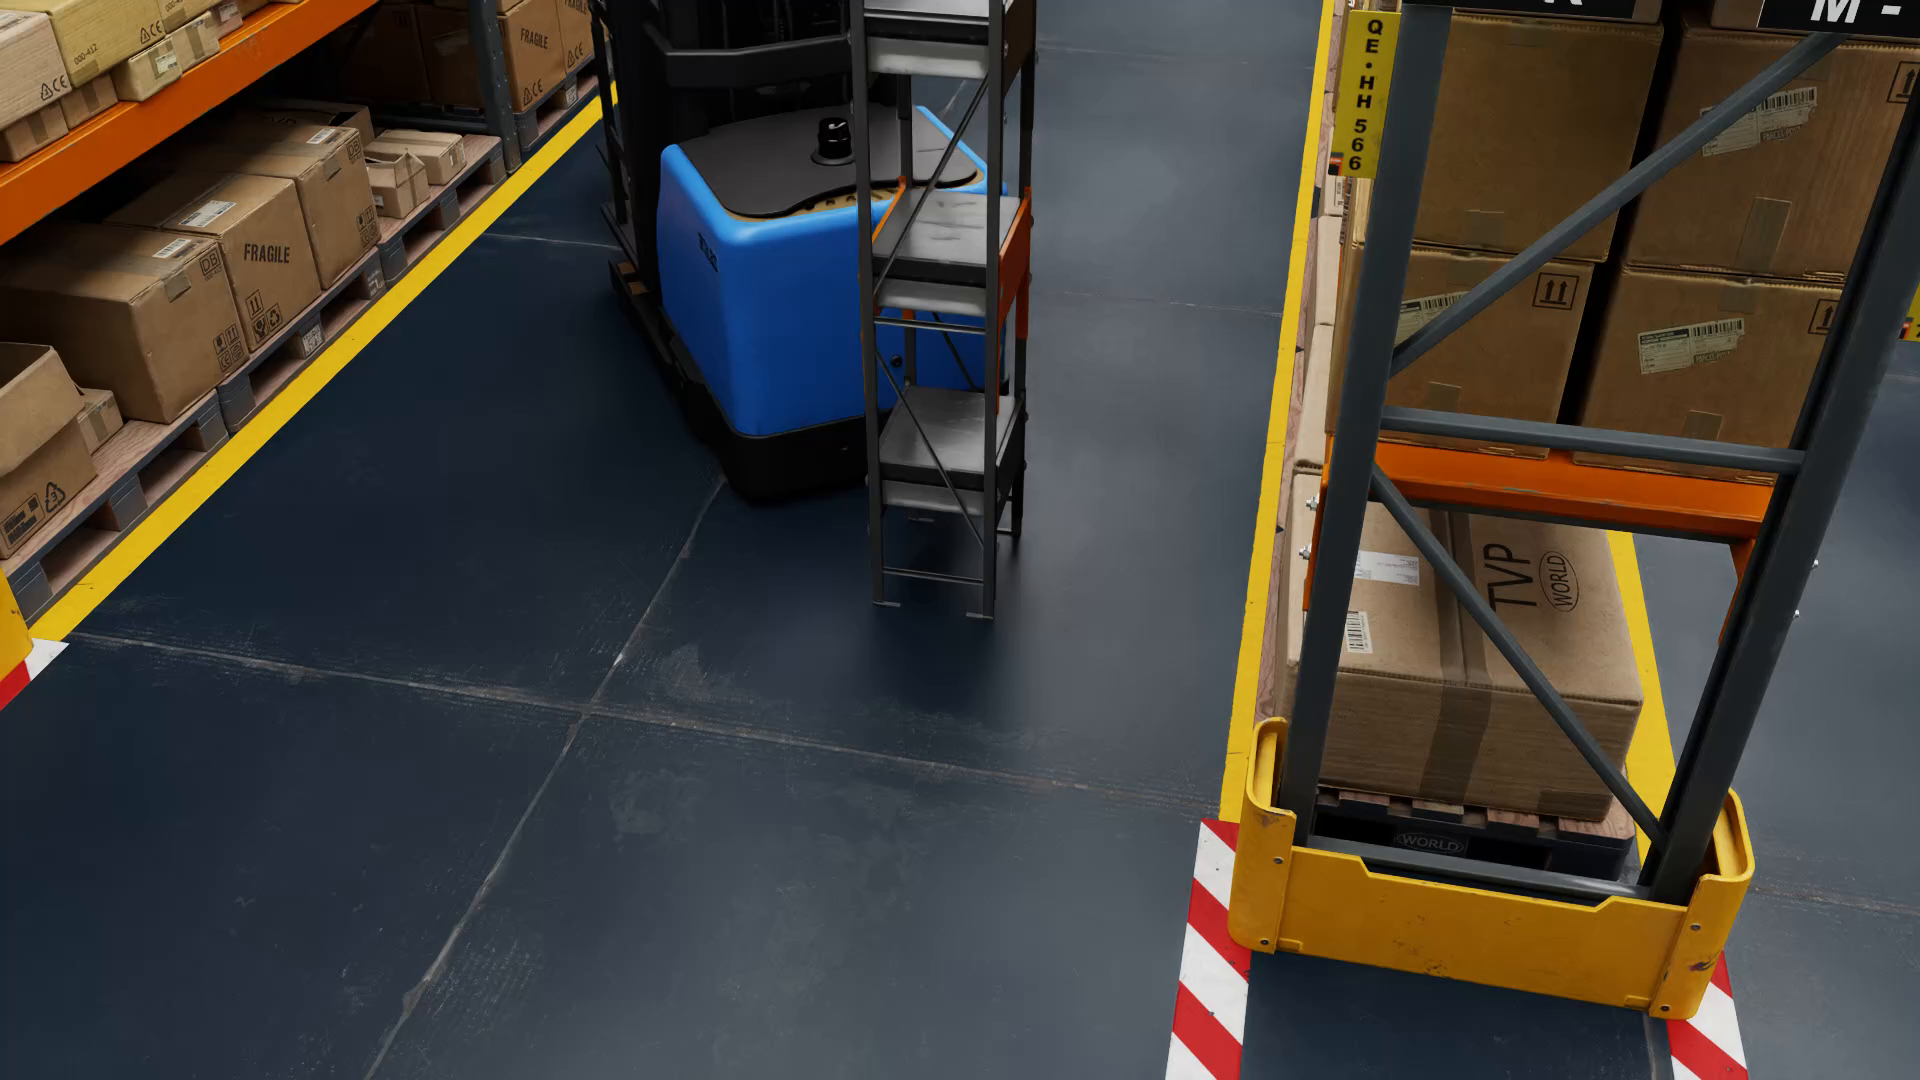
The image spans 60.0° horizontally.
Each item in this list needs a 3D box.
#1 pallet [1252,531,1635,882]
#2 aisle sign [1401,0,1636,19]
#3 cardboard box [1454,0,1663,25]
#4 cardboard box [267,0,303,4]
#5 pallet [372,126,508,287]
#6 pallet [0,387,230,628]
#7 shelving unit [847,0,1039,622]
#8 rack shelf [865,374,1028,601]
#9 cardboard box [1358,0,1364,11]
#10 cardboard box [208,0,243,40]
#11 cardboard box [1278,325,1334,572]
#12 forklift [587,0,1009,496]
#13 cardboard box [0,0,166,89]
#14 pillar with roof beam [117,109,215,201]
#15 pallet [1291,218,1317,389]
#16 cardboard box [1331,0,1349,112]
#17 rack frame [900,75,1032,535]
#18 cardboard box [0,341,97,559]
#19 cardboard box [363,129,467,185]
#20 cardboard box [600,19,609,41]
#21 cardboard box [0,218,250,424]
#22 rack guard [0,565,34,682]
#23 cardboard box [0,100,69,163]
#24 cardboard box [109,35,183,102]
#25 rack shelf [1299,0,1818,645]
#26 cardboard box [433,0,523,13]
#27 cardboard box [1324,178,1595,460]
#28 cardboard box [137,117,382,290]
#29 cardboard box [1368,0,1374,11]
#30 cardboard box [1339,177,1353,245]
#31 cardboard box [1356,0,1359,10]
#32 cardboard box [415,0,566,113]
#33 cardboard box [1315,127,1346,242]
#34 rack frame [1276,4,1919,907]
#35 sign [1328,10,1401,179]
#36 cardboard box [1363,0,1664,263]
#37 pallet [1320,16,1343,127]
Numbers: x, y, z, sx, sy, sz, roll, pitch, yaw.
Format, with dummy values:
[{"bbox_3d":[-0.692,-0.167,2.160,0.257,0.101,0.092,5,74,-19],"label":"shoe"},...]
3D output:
[{"bbox_3d":[1.394,0.457,4.940,1.003,0.211,1.213,7,37,10],"label":"pallet"},{"bbox_3d":[0.981,-1.254,2.709,0.394,0.787,0.004,7,37,10],"label":"aisle sign"},{"bbox_3d":[1.181,-1.143,3.281,0.380,0.149,0.250,8,37,11],"label":"cardboard box"},{"bbox_3d":[-2.693,-2.200,6.444,0.380,0.149,0.250,7,36,9],"label":"cardboard box"},{"bbox_3d":[-2.844,-1.595,7.770,1.003,0.211,1.213,7,37,10],"label":"pallet"},{"bbox_3d":[-3.365,-0.196,5.840,1.003,0.211,1.213,7,37,10],"label":"pallet"},{"bbox_3d":[-0.035,-0.755,5.003,0.431,2.100,0.503,7,37,10],"label":"shelving unit"},{"bbox_3d":[-0.035,-0.177,5.422,0.431,0.518,0.480,7,37,10],"label":"rack shelf"},{"bbox_3d":[1.574,-1.729,5.495,0.500,0.500,0.500,8,37,10],"label":"cardboard box"},{"bbox_3d":[-2.864,-1.919,6.055,0.380,0.149,0.250,7,37,10],"label":"cardboard box"},{"bbox_3d":[1.530,-0.253,5.369,0.875,0.438,0.875,8,37,11],"label":"cardboard box"},{"bbox_3d":[-0.859,-2.202,6.291,1.130,2.935,3.031,-14,38,-18],"label":"forklift"},{"bbox_3d":[-2.978,-1.690,5.401,0.500,0.250,0.500,7,36,9],"label":"cardboard box"},{"bbox_3d":[0.481,-4.721,4.595,9.100,9.000,0.400,7,37,10],"label":"pillar with roof beam"},{"bbox_3d":[1.915,-0.942,6.870,1.003,0.211,1.213,7,37,10],"label":"pallet"},{"bbox_3d":[2.394,-2.691,8.360,0.875,0.875,0.875,8,37,11],"label":"cardboard box"},{"bbox_3d":[0.017,-0.895,5.196,0.400,2.100,0.015,7,37,10],"label":"rack frame"},{"bbox_3d":[-3.327,-0.322,5.408,0.797,0.503,0.637,6,36,8],"label":"cardboard box"},{"bbox_3d":[-2.528,-1.777,7.717,0.380,0.149,0.250,6,36,9],"label":"cardboard box"},{"bbox_3d":[-2.158,-3.117,9.266,0.500,0.500,0.500,6,36,9],"label":"cardboard box"},{"bbox_3d":[-3.106,-0.806,6.078,0.700,0.500,0.500,9,37,12],"label":"cardboard box"},{"bbox_3d":[-3.534,0.144,5.125,1.175,0.500,0.348,7,37,10],"label":"rack guard"},{"bbox_3d":[-3.067,-1.320,5.230,0.380,0.149,0.250,8,37,11],"label":"cardboard box"},{"bbox_3d":[-2.888,-1.609,5.628,0.380,0.149,0.250,6,36,9],"label":"cardboard box"},{"bbox_3d":[1.727,-1.059,5.269,1.077,0.370,4.000,7,37,10],"label":"rack shelf"},{"bbox_3d":[-2.359,-2.710,8.153,0.380,0.149,0.250,9,37,12],"label":"cardboard box"},{"bbox_3d":[1.144,-0.554,3.874,0.500,0.500,0.500,8,37,10],"label":"cardboard box"},{"bbox_3d":[-2.885,-1.401,6.899,0.700,0.500,0.500,6,36,8],"label":"cardboard box"},{"bbox_3d":[1.362,-1.542,4.385,0.500,0.500,0.500,7,37,10],"label":"cardboard box"},{"bbox_3d":[1.366,-1.136,4.677,0.500,0.500,0.500,8,37,11],"label":"cardboard box"},{"bbox_3d":[1.798,-2.302,6.284,0.500,0.500,0.500,8,37,11],"label":"cardboard box"},{"bbox_3d":[-2.373,-2.524,8.449,0.500,0.500,0.500,9,37,12],"label":"cardboard box"},{"bbox_3d":[1.915,-1.283,6.790,0.875,0.438,0.875,7,36,9],"label":"cardboard box"},{"bbox_3d":[1.300,-0.204,3.476,1.000,3.000,0.127,7,37,10],"label":"rack frame"},{"bbox_3d":[0.773,-0.845,3.171,0.100,0.325,0.005,7,37,10],"label":"sign"},{"bbox_3d":[1.170,-0.956,3.575,0.500,0.500,0.500,8,37,12],"label":"cardboard box"},{"bbox_3d":[2.504,-2.522,9.049,1.003,0.211,1.213,7,37,10],"label":"pallet"}]
